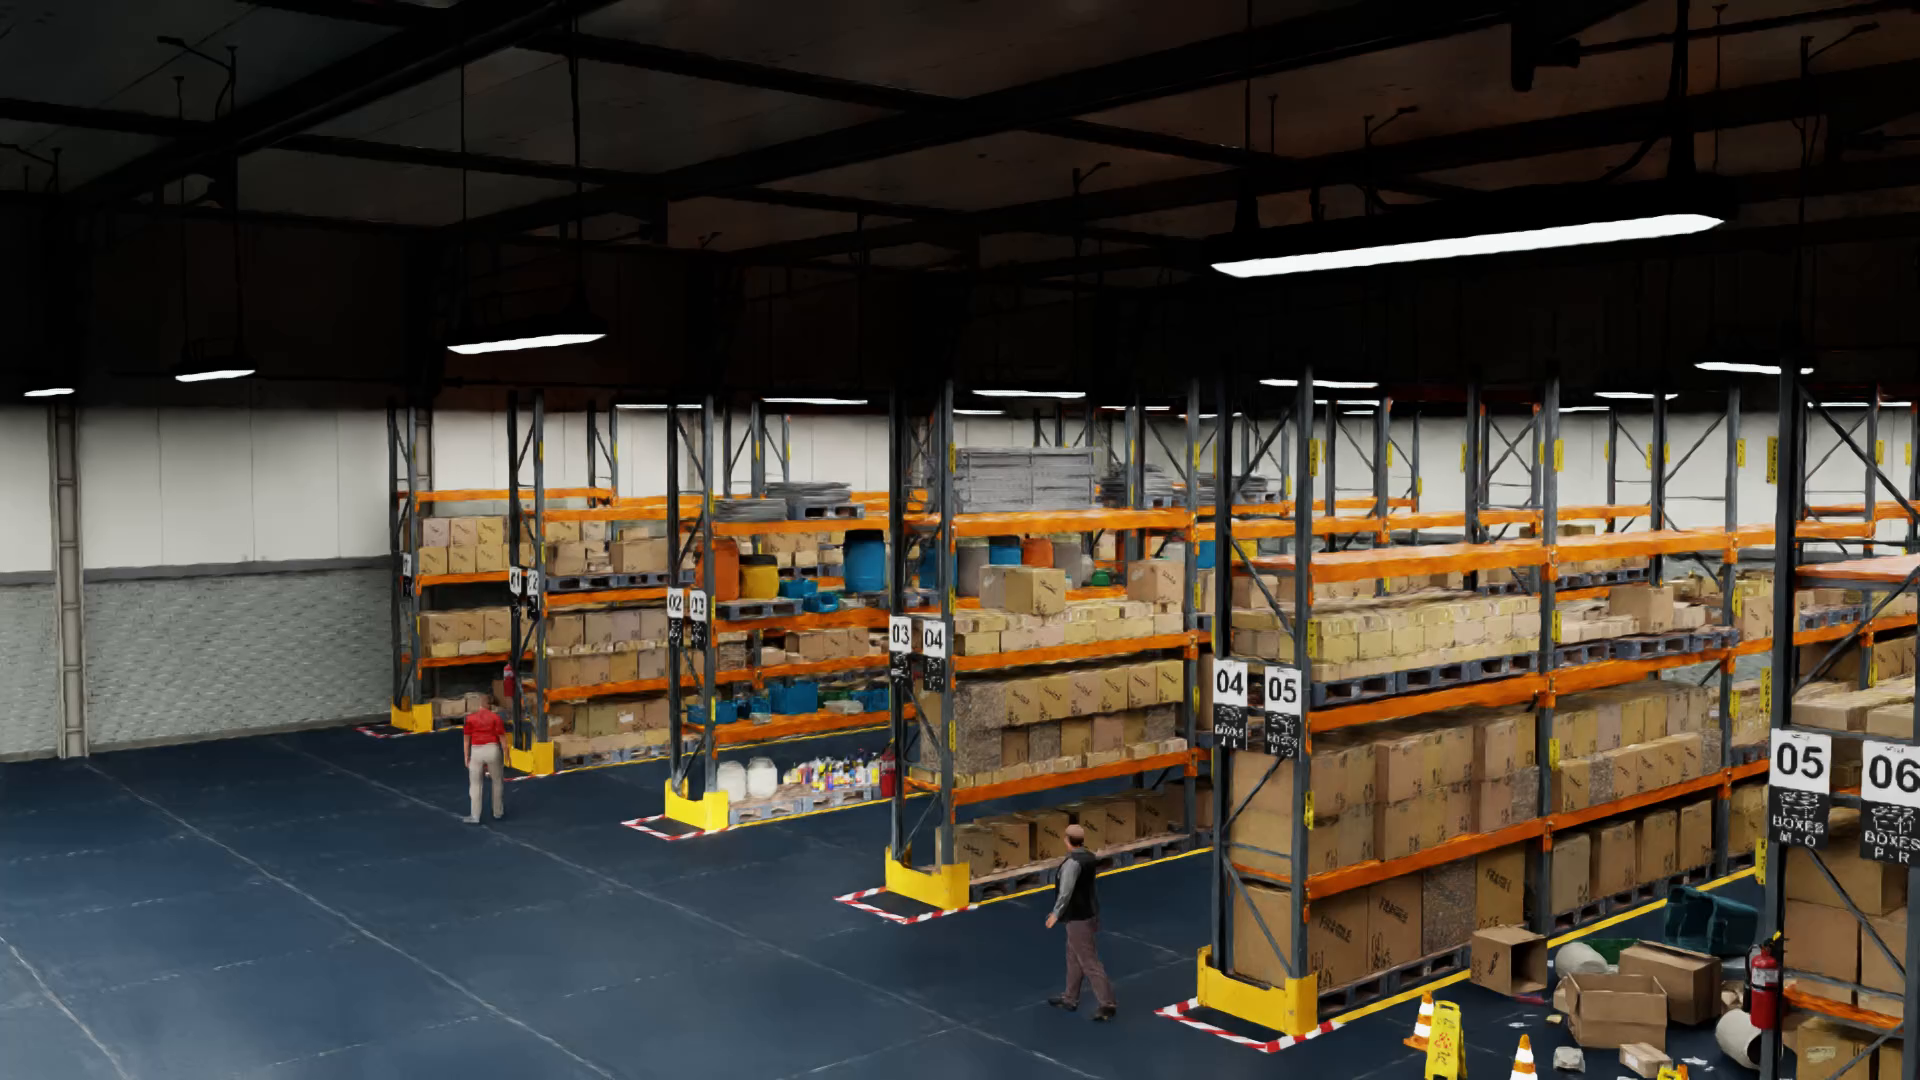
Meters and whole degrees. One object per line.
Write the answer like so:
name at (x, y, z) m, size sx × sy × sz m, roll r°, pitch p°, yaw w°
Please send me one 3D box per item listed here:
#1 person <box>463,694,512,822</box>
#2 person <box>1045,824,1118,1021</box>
person at (-6.471, 2.959, 22.751) m, size 0.652 × 1.723 × 0.586 m, roll -1°, pitch 3°, yaw -11°
person at (1.098, 3.438, 15.031) m, size 0.701 × 1.711 × 0.554 m, roll 1°, pitch 4°, yaw 21°
